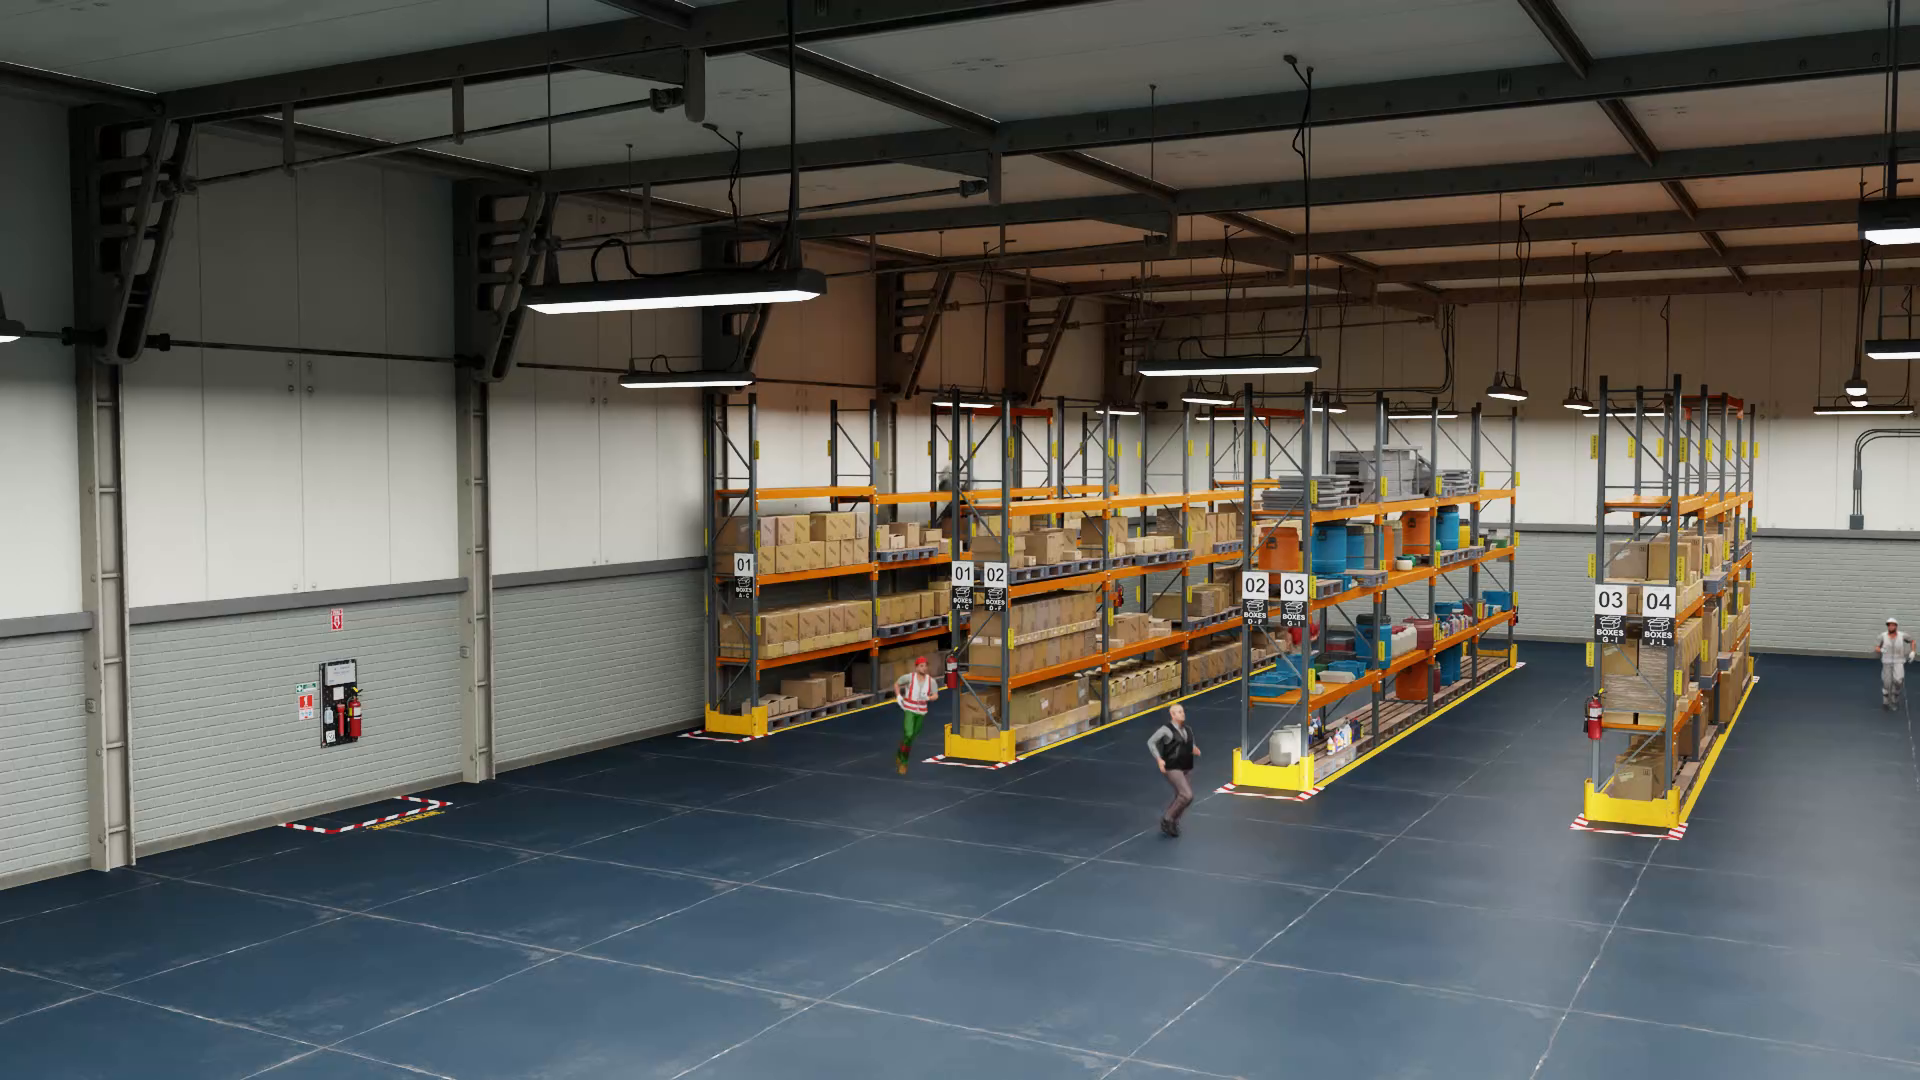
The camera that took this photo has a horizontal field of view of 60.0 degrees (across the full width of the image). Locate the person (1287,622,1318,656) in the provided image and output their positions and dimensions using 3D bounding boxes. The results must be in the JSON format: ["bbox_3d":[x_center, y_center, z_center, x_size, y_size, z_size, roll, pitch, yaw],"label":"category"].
[{"bbox_3d":[7.095,2.289,34.539,0.675,1.688,0.809,1,3,21],"label":"person"}]

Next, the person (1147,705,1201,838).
[{"bbox_3d":[2.828,2.981,21.477,0.630,1.700,0.678,-3,4,-42],"label":"person"}]

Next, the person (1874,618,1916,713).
[{"bbox_3d":[17.877,2.387,31.829,0.674,1.793,0.894,2,4,34],"label":"person"}]

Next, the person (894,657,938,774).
[{"bbox_3d":[-0.714,2.732,26.071,0.711,1.832,0.708,-1,3,-22],"label":"person"}]
